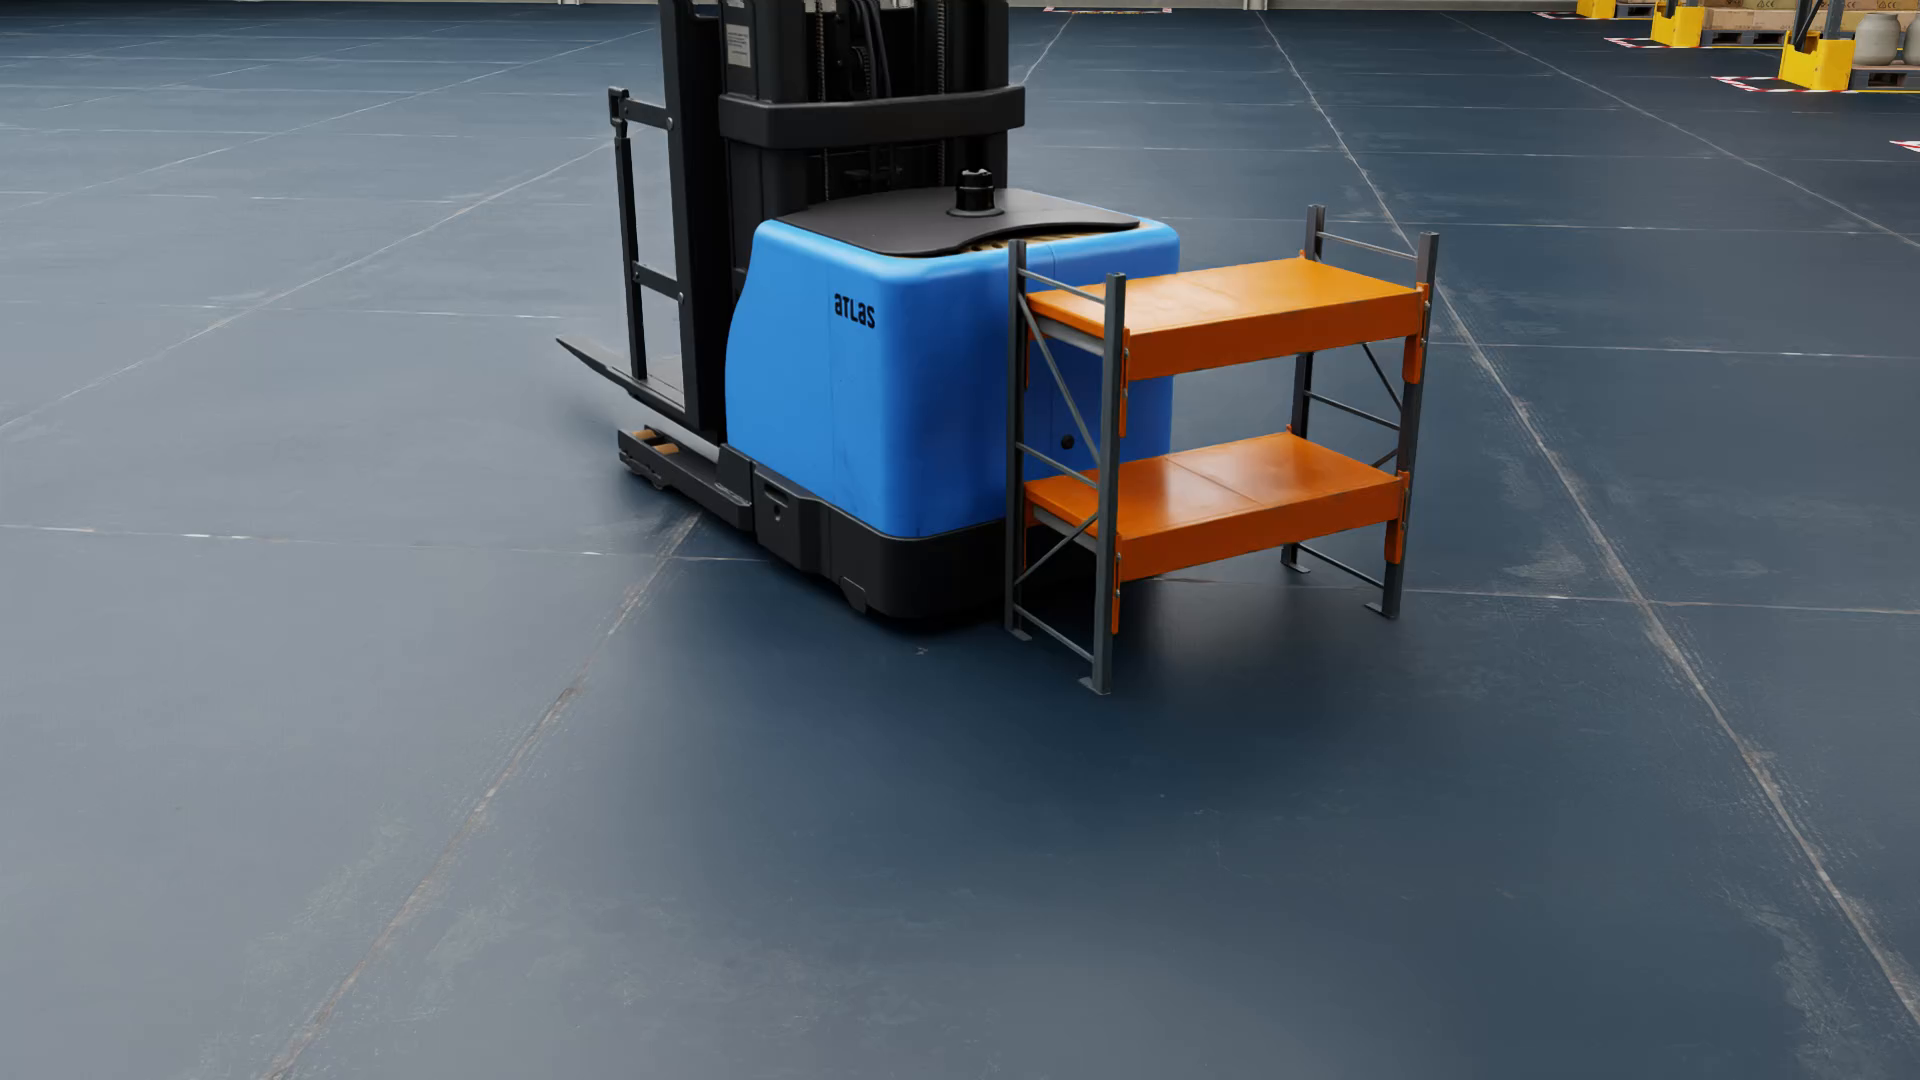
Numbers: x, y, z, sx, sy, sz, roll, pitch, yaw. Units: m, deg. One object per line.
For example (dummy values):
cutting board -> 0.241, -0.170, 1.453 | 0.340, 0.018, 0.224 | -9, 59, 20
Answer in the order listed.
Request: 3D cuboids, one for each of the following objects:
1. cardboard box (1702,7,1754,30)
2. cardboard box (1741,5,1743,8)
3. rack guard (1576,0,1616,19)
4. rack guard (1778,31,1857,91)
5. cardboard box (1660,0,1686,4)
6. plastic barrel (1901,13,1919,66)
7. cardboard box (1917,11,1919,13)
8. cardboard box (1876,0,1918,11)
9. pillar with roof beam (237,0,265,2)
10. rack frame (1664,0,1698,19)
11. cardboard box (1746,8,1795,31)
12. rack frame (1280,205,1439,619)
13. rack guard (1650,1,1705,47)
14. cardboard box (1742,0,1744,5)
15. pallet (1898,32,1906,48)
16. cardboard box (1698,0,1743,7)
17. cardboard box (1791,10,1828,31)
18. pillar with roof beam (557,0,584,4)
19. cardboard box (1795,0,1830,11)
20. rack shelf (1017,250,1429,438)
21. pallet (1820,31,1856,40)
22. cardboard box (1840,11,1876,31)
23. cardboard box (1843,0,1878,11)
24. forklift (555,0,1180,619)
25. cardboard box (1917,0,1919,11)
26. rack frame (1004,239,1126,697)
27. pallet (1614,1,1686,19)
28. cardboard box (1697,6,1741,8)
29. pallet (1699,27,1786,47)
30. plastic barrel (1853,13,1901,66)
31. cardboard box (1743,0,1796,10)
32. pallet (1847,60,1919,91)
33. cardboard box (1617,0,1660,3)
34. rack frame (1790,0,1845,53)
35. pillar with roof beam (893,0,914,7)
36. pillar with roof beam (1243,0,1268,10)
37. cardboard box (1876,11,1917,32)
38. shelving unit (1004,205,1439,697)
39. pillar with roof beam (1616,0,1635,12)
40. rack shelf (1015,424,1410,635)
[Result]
cardboard box -> 10.099, -6.865, 21.894 | 0.500, 0.250, 0.500 | 2, 22, 6
cardboard box -> 10.658, -7.037, 22.328 | 0.500, 0.250, 0.500 | 2, 22, 6
rack guard -> 10.247, -8.696, 26.756 | 0.348, 0.500, 1.175 | 2, 22, 6
rack guard -> 9.087, -5.096, 17.650 | 0.348, 0.500, 1.175 | 2, 22, 6
cardboard box -> 11.414, -8.729, 26.497 | 0.500, 0.311, 0.500 | 4, 22, 11
plastic barrel -> 10.166, -5.261, 17.479 | 0.421, 0.512, 0.421 | 0, 22, 0
cardboard box -> 12.583, -6.762, 21.633 | 0.500, 0.250, 0.500 | 2, 22, 6
cardboard box -> 12.086, -7.132, 21.548 | 0.500, 0.500, 0.500 | 2, 22, 6
pillar with roof beam -> -13.371, -12.404, 24.575 | 0.400, 9.000, 9.100 | 2, 22, 6
rack frame -> 9.592, -8.053, 21.730 | 0.127, 3.000, 1.000 | 2, 22, 6
cardboard box -> 10.596, -6.845, 21.842 | 0.500, 0.250, 0.500 | 2, 22, 6
rack frame -> 1.149, -0.374, 4.856 | 0.032, 1.125, 0.500 | -12, 24, -27
rack guard -> 9.569, -6.892, 22.192 | 0.348, 0.500, 1.175 | 2, 22, 6
cardboard box -> 12.137, -8.767, 26.336 | 0.500, 0.500, 0.700 | 1, 22, 3
pallet -> 12.780, -6.633, 21.930 | 1.213, 0.211, 1.003 | 2, 22, 6
cardboard box -> 10.160, -7.404, 22.236 | 0.500, 0.500, 0.500 | 2, 22, 6
cardboard box -> 11.092, -6.823, 21.787 | 0.500, 0.250, 0.500 | 2, 22, 6
pillar with roof beam -> -7.413, -12.144, 23.918 | 0.400, 9.000, 9.100 | 2, 22, 6
cardboard box -> 11.094, -7.176, 21.660 | 0.500, 0.500, 0.500 | 2, 22, 6
rack shelf -> 0.706, -0.554, 4.516 | 1.000, 0.278, 0.538 | -12, 24, -27
pallet -> 11.565, -6.685, 22.061 | 1.213, 0.211, 1.003 | 2, 22, 6
cardboard box -> 11.588, -6.800, 21.728 | 0.500, 0.250, 0.500 | 2, 22, 6
cardboard box -> 11.588, -7.148, 21.589 | 0.500, 0.500, 0.500 | 2, 22, 6
forklift -> -0.582, -1.627, 5.569 | 1.130, 2.935, 3.031 | -14, 26, -31
cardboard box -> 12.583, -7.111, 21.497 | 0.500, 0.500, 0.500 | 2, 22, 6
rack frame -> 0.263, -0.190, 4.391 | 0.032, 1.125, 0.500 | -12, 24, -27
pallet -> 11.050, -8.514, 26.687 | 1.213, 0.211, 1.003 | 2, 22, 6
cardboard box -> 10.160, -7.054, 22.372 | 0.500, 0.250, 0.500 | 2, 22, 6
pallet -> 10.357, -6.739, 22.197 | 1.213, 0.211, 1.003 | 2, 22, 6
plastic barrel -> 9.668, -5.283, 17.534 | 0.421, 0.512, 0.421 | 0, 22, 0
cardboard box -> 10.596, -7.193, 21.703 | 0.500, 0.500, 0.500 | 2, 22, 6
pallet -> 9.893, -4.925, 17.609 | 1.213, 0.211, 1.003 | 2, 22, 6
cardboard box -> 10.848, -8.753, 26.559 | 0.500, 0.311, 0.500 | 0, 22, 0
rack frame -> 9.006, -6.245, 17.156 | 0.127, 3.000, 1.000 | 2, 22, 6
pillar with roof beam -> -1.455, -11.885, 23.262 | 0.400, 9.000, 9.100 | 2, 22, 6
pillar with roof beam -> 4.504, -11.625, 22.605 | 0.400, 9.000, 9.100 | 2, 22, 6
cardboard box -> 12.085, -6.778, 21.674 | 0.500, 0.250, 0.500 | 2, 22, 6
shelving unit -> 0.706, -0.282, 4.623 | 1.048, 1.125, 0.538 | -12, 24, -27
pillar with roof beam -> 10.462, -11.365, 21.948 | 0.400, 9.000, 9.100 | 2, 22, 6
rack shelf -> 0.706, -0.055, 4.713 | 1.000, 0.278, 0.538 | -12, 24, -27
